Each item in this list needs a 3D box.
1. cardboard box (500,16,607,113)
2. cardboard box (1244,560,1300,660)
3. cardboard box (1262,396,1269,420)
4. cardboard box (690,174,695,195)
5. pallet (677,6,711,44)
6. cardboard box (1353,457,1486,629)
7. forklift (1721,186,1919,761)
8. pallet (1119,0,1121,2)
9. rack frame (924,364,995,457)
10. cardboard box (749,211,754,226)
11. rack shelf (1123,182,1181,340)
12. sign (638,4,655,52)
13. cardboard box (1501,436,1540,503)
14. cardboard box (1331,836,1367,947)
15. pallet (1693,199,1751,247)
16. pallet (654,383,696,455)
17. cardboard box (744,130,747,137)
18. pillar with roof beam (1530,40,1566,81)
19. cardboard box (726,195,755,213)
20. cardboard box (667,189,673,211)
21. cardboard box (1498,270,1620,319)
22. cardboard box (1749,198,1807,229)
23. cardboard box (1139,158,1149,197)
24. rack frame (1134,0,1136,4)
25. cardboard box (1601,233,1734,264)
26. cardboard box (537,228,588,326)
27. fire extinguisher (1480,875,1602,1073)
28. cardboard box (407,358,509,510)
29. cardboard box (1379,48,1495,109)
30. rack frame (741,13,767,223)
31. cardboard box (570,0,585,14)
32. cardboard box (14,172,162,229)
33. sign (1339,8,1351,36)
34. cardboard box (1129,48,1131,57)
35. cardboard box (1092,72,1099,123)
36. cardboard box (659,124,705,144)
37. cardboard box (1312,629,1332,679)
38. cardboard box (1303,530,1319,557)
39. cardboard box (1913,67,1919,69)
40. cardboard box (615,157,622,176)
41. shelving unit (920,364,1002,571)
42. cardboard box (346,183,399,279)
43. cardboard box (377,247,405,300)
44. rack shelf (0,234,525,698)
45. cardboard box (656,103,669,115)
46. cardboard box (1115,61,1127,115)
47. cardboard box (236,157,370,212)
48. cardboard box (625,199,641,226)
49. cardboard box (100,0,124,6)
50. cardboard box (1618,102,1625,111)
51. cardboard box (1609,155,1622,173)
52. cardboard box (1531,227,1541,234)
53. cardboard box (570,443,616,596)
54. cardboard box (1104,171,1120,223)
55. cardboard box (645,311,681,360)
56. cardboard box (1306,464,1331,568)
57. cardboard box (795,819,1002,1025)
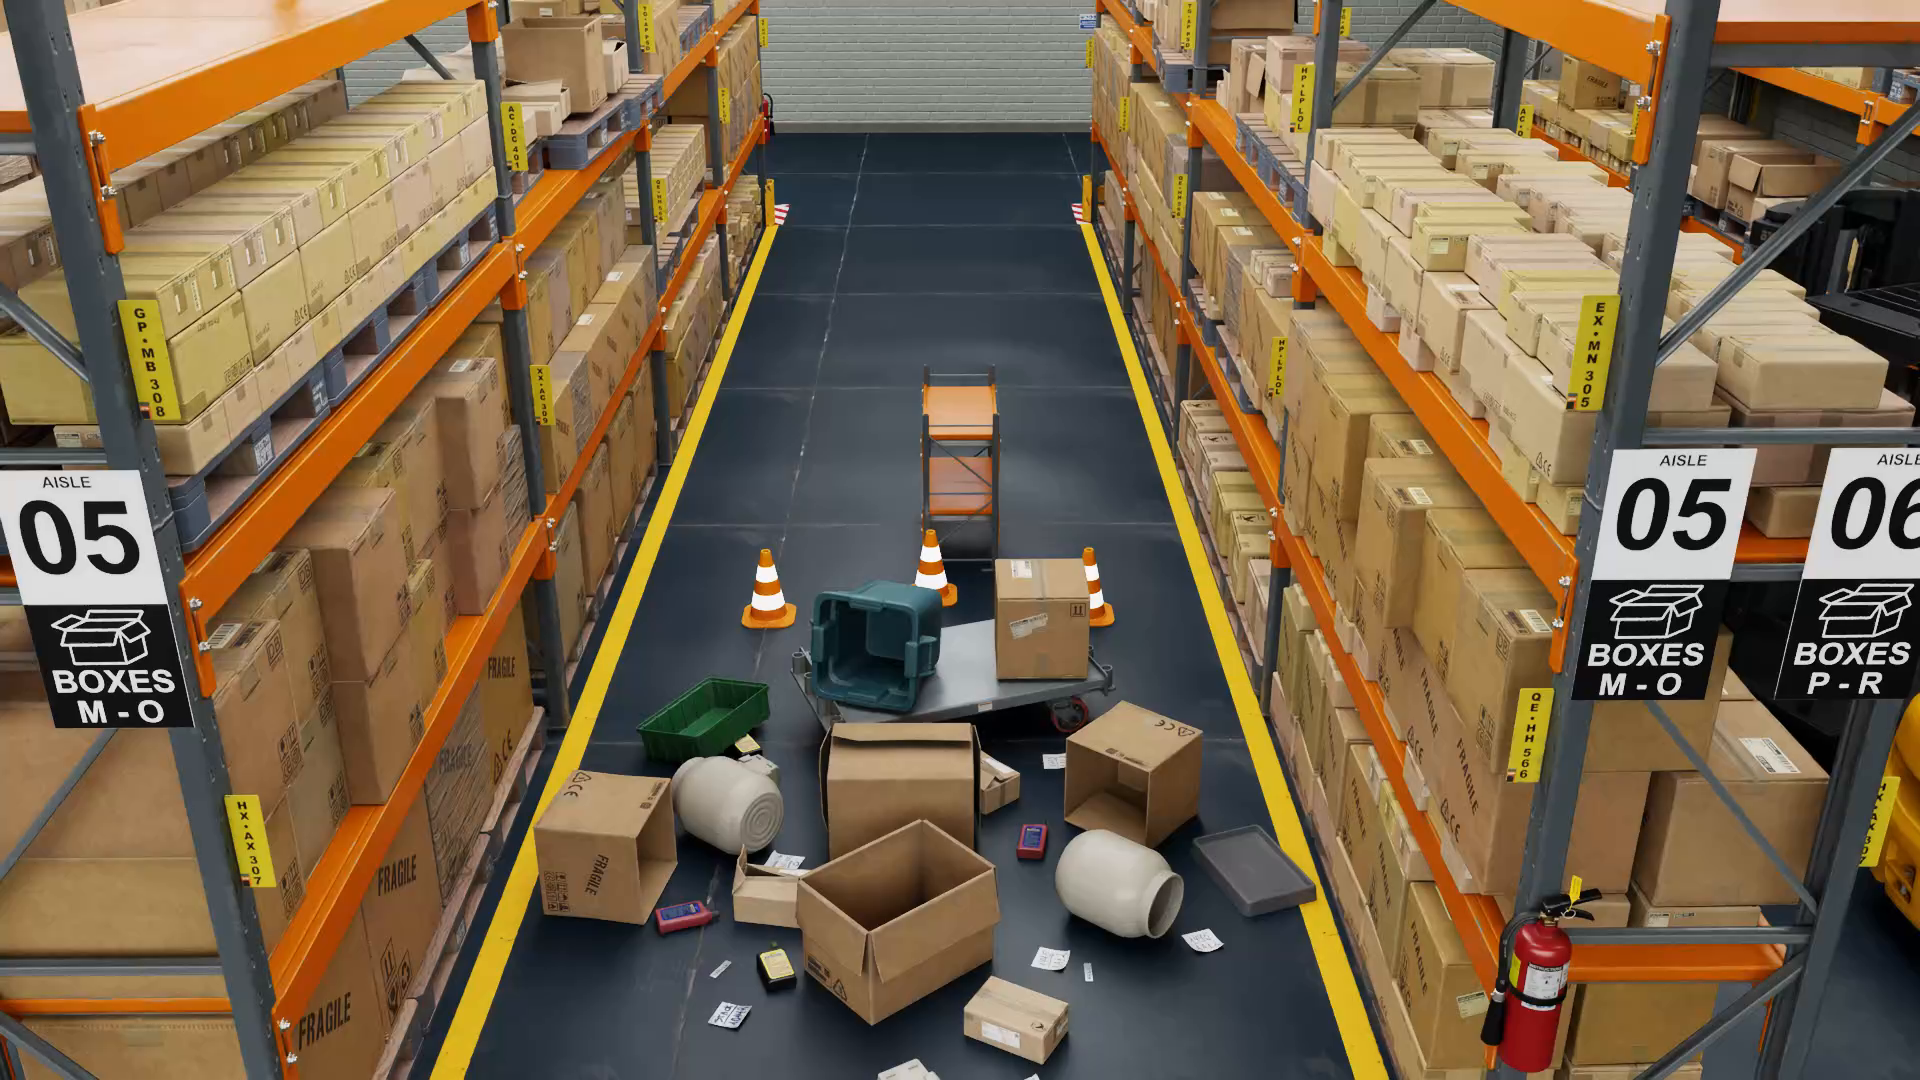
[{"bbox_3d":[-2.463,-2.898,10.126,0.500,0.500,0.500,0,24,-1],"label":"cardboard box"},{"bbox_3d":[2.222,0.410,9.883,0.950,0.372,0.625,0,24,0],"label":"cardboard box"},{"bbox_3d":[1.963,-0.776,9.622,0.380,0.149,0.250,-1,24,-2],"label":"cardboard box"},{"bbox_3d":[-2.597,-3.214,15.011,0.380,0.149,0.250,-1,24,-3],"label":"cardboard box"},{"bbox_3d":[-2.906,-4.639,14.955,1.213,0.211,1.003,0,24,-1],"label":"pallet"},{"bbox_3d":[1.943,0.004,6.406,0.700,0.500,0.500,-1,24,-1],"label":"cardboard box"},{"bbox_3d":[4.839,-0.258,8.764,1.130,2.935,3.031,-9,26,-20],"label":"forklift"},{"bbox_3d":[2.134,-5.841,17.493,1.003,0.211,1.213,0,24,-1],"label":"pallet"},{"bbox_3d":[-0.006,-0.725,11.988,0.500,1.125,0.032,0,24,-1],"label":"rack frame"},{"bbox_3d":[-2.532,-3.645,18.759,0.380,0.149,0.250,0,24,0],"label":"cardboard box"},{"bbox_3d":[2.165,-2.525,14.565,1.077,0.370,4.000,0,24,-1],"label":"rack shelf"},{"bbox_3d":[-2.207,-3.602,11.710,0.100,0.325,0.005,0,24,-1],"label":"sign"},{"bbox_3d":[1.955,-0.232,5.288,0.380,0.149,0.250,0,24,0],"label":"cardboard box"},{"bbox_3d":[1.987,1.569,7.468,0.500,0.250,0.500,-1,24,-2],"label":"cardboard box"},{"bbox_3d":[7.124,-2.766,14.459,1.003,0.211,1.213,0,24,-1],"label":"pallet"},{"bbox_3d":[-2.769,-1.016,13.740,1.003,0.211,1.213,0,24,-1],"label":"pallet"},{"bbox_3d":[-2.581,-4.594,18.572,0.380,0.149,0.250,-1,24,-3],"label":"cardboard box"},{"bbox_3d":[3.630,-9.178,21.122,9.100,9.000,0.400,0,24,-1],"label":"pillar with roof beam"},{"bbox_3d":[-2.517,-3.780,18.696,0.380,0.149,0.250,1,24,1],"label":"cardboard box"},{"bbox_3d":[-2.583,-2.805,13.747,0.380,0.149,0.250,0,24,0],"label":"cardboard box"},{"bbox_3d":[2.038,-0.802,5.580,0.380,0.149,0.250,0,24,0],"label":"cardboard box"},{"bbox_3d":[6.815,-2.608,13.550,0.500,0.250,0.500,-1,24,-3],"label":"cardboard box"},{"bbox_3d":[1.878,-3.231,14.828,0.500,0.250,0.500,0,24,0],"label":"cardboard box"},{"bbox_3d":[2.143,-6.410,15.003,1.000,3.000,0.127,0,24,-1],"label":"rack frame"},{"bbox_3d":[2.566,-1.015,6.052,0.380,0.149,0.250,0,24,1],"label":"cardboard box"},{"bbox_3d":[-2.747,-1.650,10.424,0.700,0.500,0.500,0,24,-1],"label":"cardboard box"},{"bbox_3d":[1.814,1.353,5.213,0.296,0.674,0.183,0,24,-1],"label":"fire extinguisher"},{"bbox_3d":[-2.627,-0.498,7.719,0.875,0.550,0.550,0,24,-1],"label":"cardboard box"},{"bbox_3d":[2.609,-2.545,9.164,0.500,0.250,0.500,-1,24,-2],"label":"cardboard box"},{"bbox_3d":[-2.850,-5.261,19.742,1.000,3.000,0.127,0,24,-1],"label":"rack frame"},{"bbox_3d":[-3.047,-4.102,12.490,0.396,0.266,0.258,0,24,-1],"label":"cardboard box"},{"bbox_3d":[-3.031,-1.182,5.789,0.380,0.149,0.250,-1,24,-1],"label":"cardboard box"},{"bbox_3d":[2.729,-3.632,11.873,0.100,0.325,0.005,0,24,-1],"label":"sign"},{"bbox_3d":[1.913,-4.915,16.855,0.380,0.149,0.250,0,24,-1],"label":"cardboard box"},{"bbox_3d":[1.817,-5.171,19.423,0.500,0.500,0.500,0,24,-1],"label":"cardboard box"},{"bbox_3d":[-2.606,-3.796,15.577,0.380,0.149,0.250,1,24,2],"label":"cardboard box"},{"bbox_3d":[1.915,0.552,8.019,0.380,0.149,0.250,1,24,1],"label":"cardboard box"},{"bbox_3d":[1.967,-0.030,8.482,0.380,0.149,0.250,0,24,1],"label":"cardboard box"},{"bbox_3d":[6.850,-3.404,11.649,0.380,0.166,0.250,0,24,-1],"label":"cardboard box"},{"bbox_3d":[-3.250,-3.340,14.930,0.380,0.149,0.250,-1,24,-3],"label":"cardboard box"},{"bbox_3d":[0.000,-0.515,11.524,0.538,1.125,1.048,0,24,-1],"label":"shelving unit"},{"bbox_3d":[-2.441,-1.163,6.230,0.500,0.250,0.500,0,24,-1],"label":"cardboard box"},{"bbox_3d":[-2.377,-1.028,6.416,0.380,0.149,0.250,0,24,-1],"label":"cardboard box"},{"bbox_3d":[-2.697,-0.531,6.517,1.077,0.370,4.000,0,24,-1],"label":"rack shelf"},{"bbox_3d":[-3.081,-4.442,16.235,0.500,0.500,0.500,-1,24,-2],"label":"cardboard box"},{"bbox_3d":[1.864,-4.580,16.902,0.500,0.500,0.500,-1,24,-1],"label":"cardboard box"},{"bbox_3d":[-2.376,-1.289,6.025,0.380,0.149,0.250,0,24,0],"label":"cardboard box"},{"bbox_3d":[-2.574,-2.505,12.723,0.380,0.149,0.250,0,24,0],"label":"cardboard box"},{"bbox_3d":[-7.750,-4.997,14.887,0.700,0.500,0.500,0,24,1],"label":"cardboard box"},{"bbox_3d":[7.343,-4.595,18.092,0.500,0.250,0.500,0,24,-1],"label":"cardboard box"},{"bbox_3d":[6.826,-3.823,16.868,0.380,0.149,0.250,0,24,1],"label":"cardboard box"},{"bbox_3d":[2.502,-1.215,6.977,0.500,0.250,0.500,-1,24,-1],"label":"cardboard box"},{"bbox_3d":[-2.822,-0.135,10.630,1.050,0.750,0.750,0,24,-1],"label":"cardboard box"},{"bbox_3d":[2.206,-4.077,19.724,0.875,0.438,0.875,-1,24,-2],"label":"cardboard box"},{"bbox_3d":[-2.528,-1.644,13.358,0.500,0.250,0.500,-1,24,-3],"label":"cardboard box"},{"bbox_3d":[1.985,-0.172,8.008,0.500,0.500,0.500,0,24,-1],"label":"cardboard box"},{"bbox_3d":[-0.277,1.693,7.395,0.797,0.503,0.637,-19,31,-36],"label":"cardboard box"}]
